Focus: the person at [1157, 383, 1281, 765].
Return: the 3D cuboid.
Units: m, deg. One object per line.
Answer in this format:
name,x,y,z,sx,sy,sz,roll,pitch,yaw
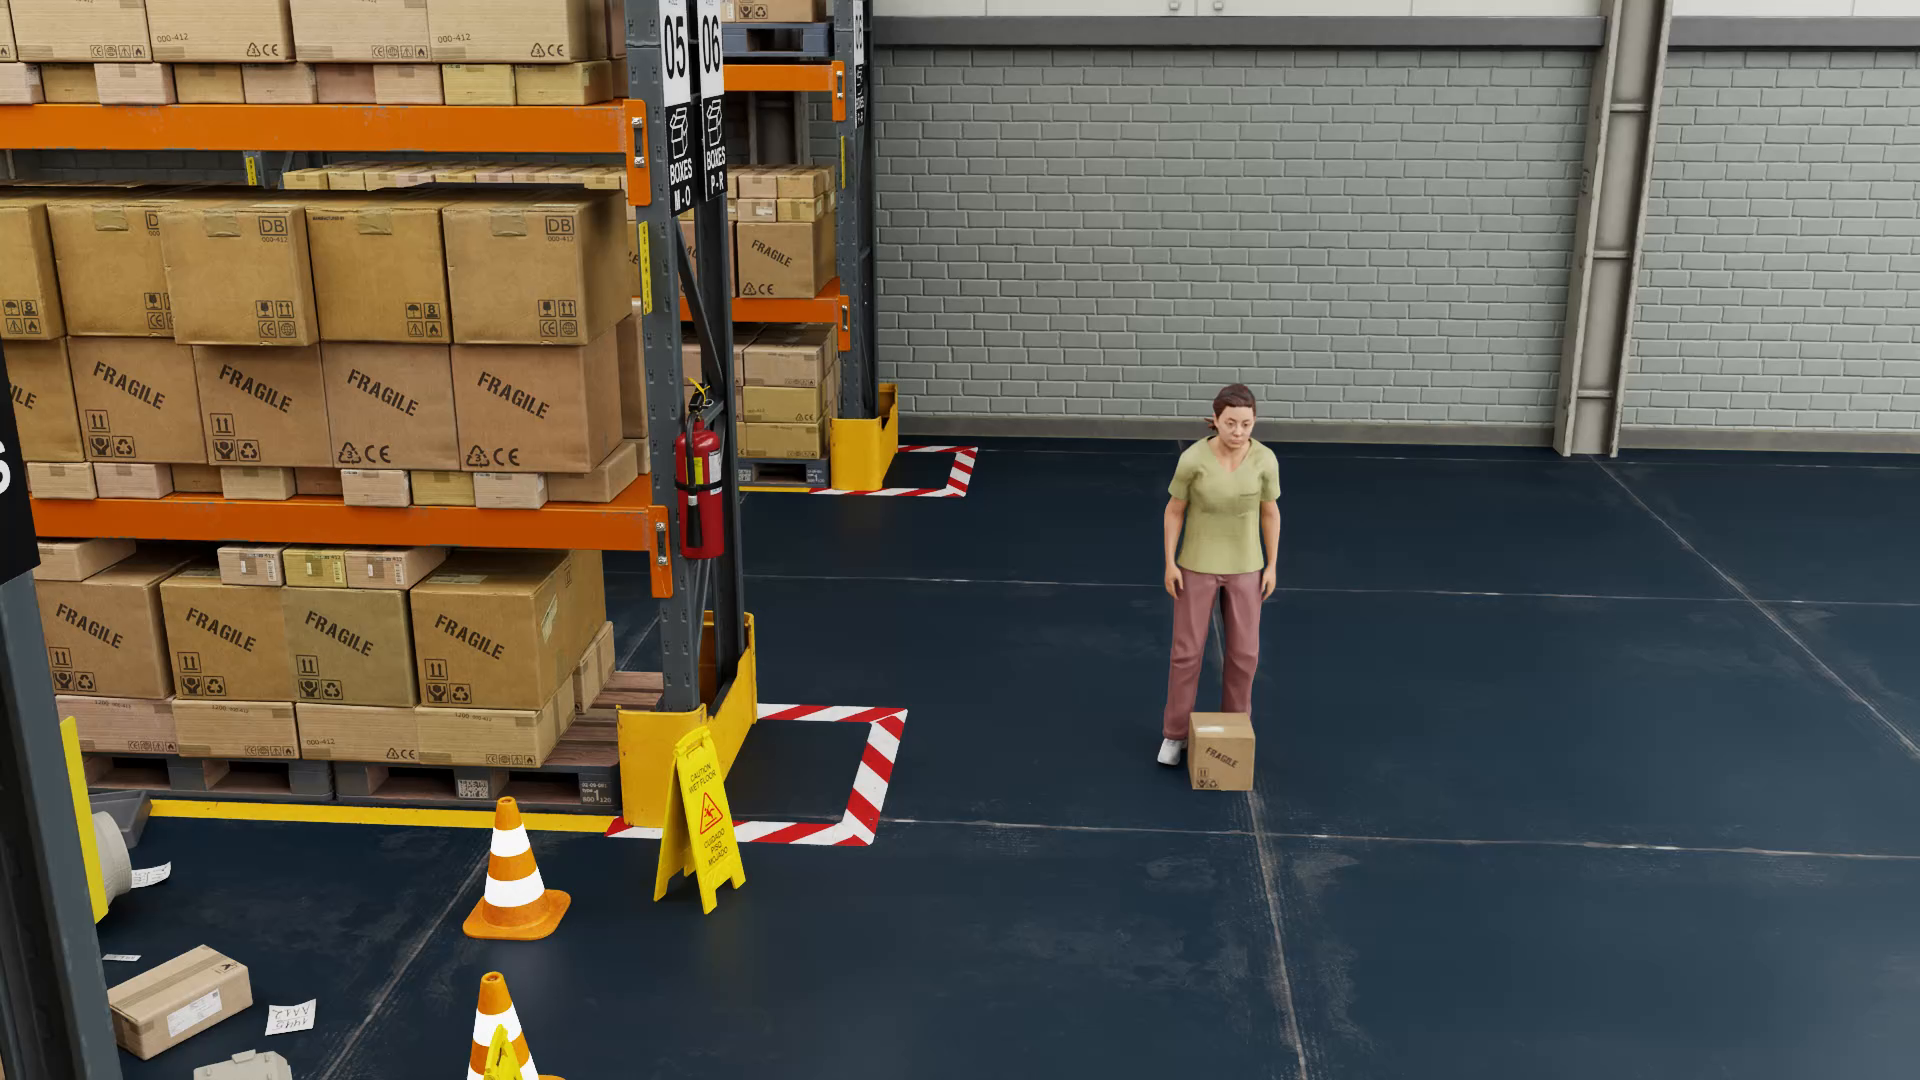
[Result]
person,1.114,0.144,7.098,0.498,1.672,0.355,1,18,2
